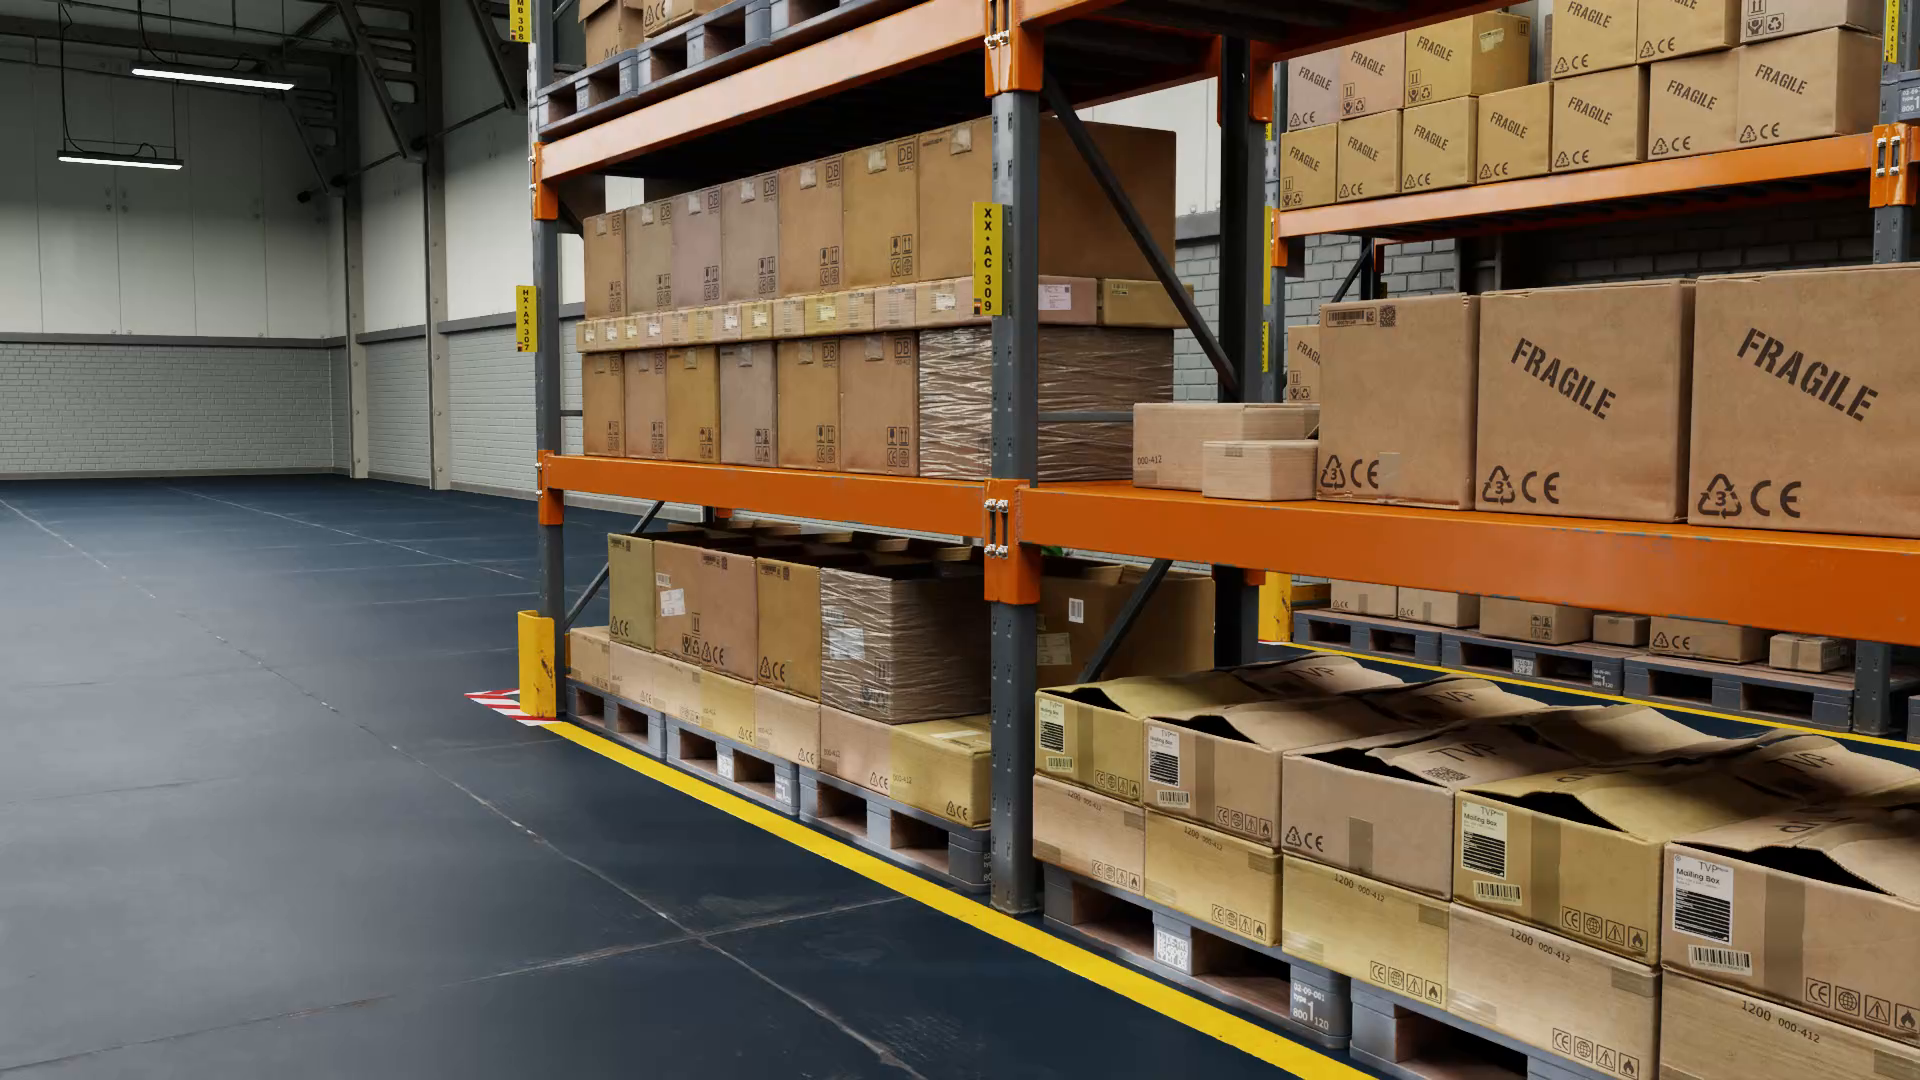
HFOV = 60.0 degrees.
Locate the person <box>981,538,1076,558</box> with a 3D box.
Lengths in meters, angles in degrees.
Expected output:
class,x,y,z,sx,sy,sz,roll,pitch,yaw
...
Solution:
class,x,y,z,sx,sy,sz,roll,pitch,yaw
person,0.351,-0.016,8.398,0.607,1.774,0.454,-3,6,-36
